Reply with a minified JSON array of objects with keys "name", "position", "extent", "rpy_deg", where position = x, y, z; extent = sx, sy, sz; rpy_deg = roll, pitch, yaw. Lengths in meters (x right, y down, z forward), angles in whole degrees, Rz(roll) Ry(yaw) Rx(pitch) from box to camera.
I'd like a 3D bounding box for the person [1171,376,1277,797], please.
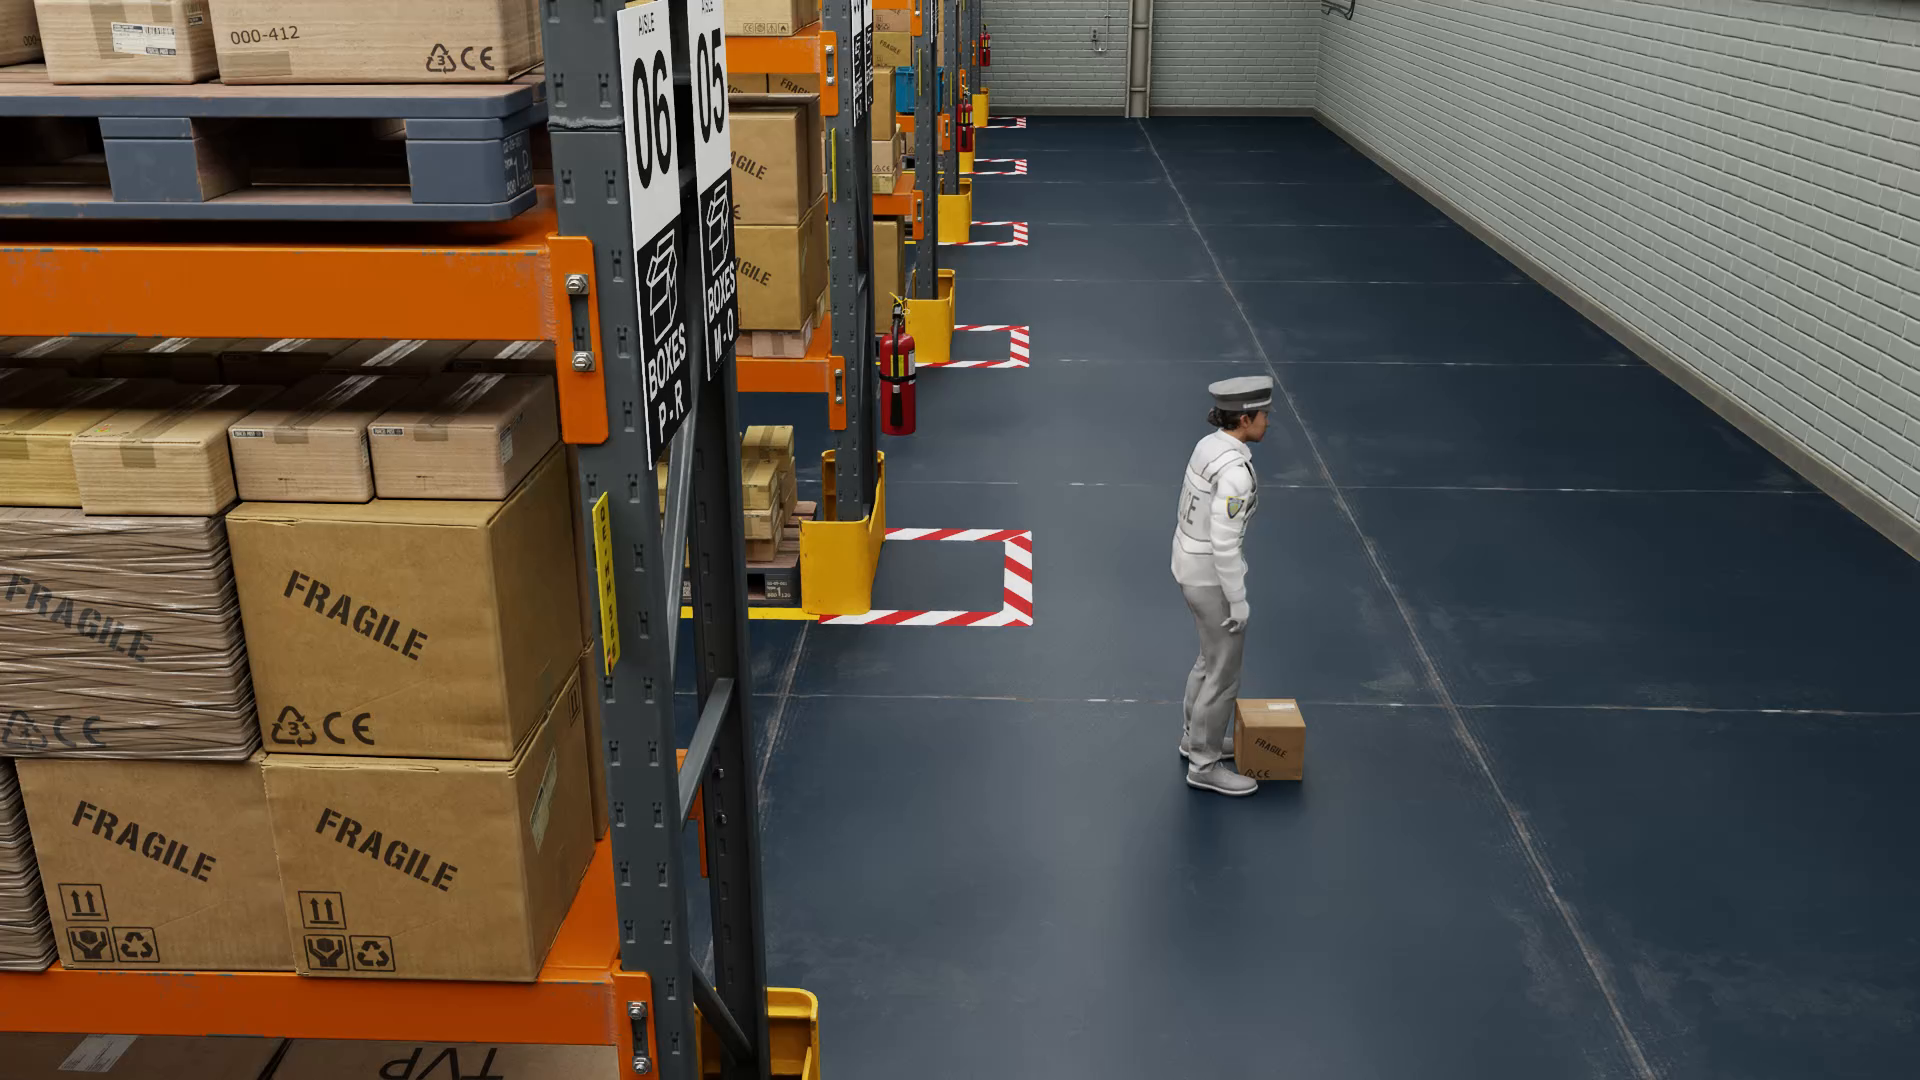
[{"name":"person","position":[1.037,0.162,6.647],"extent":[0.372,1.666,0.547],"rpy_deg":[-1,21,-1]}]
